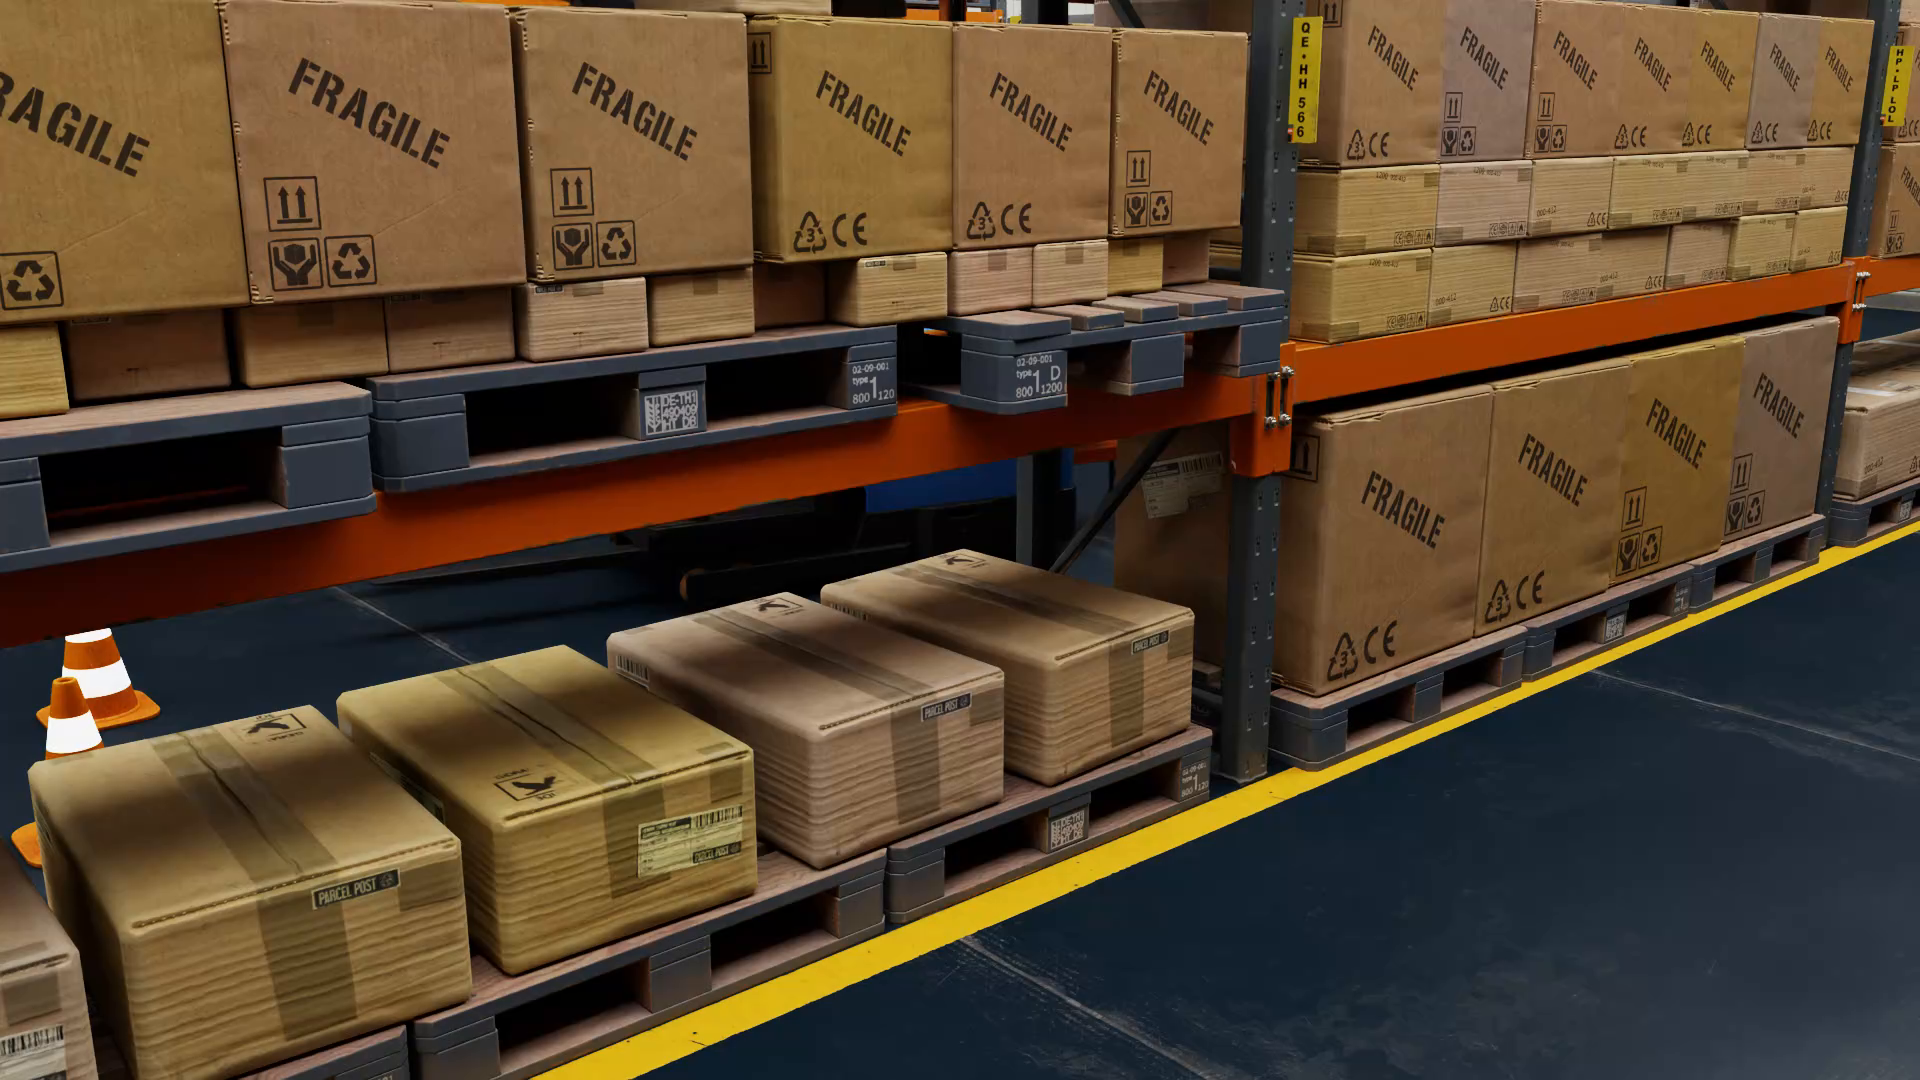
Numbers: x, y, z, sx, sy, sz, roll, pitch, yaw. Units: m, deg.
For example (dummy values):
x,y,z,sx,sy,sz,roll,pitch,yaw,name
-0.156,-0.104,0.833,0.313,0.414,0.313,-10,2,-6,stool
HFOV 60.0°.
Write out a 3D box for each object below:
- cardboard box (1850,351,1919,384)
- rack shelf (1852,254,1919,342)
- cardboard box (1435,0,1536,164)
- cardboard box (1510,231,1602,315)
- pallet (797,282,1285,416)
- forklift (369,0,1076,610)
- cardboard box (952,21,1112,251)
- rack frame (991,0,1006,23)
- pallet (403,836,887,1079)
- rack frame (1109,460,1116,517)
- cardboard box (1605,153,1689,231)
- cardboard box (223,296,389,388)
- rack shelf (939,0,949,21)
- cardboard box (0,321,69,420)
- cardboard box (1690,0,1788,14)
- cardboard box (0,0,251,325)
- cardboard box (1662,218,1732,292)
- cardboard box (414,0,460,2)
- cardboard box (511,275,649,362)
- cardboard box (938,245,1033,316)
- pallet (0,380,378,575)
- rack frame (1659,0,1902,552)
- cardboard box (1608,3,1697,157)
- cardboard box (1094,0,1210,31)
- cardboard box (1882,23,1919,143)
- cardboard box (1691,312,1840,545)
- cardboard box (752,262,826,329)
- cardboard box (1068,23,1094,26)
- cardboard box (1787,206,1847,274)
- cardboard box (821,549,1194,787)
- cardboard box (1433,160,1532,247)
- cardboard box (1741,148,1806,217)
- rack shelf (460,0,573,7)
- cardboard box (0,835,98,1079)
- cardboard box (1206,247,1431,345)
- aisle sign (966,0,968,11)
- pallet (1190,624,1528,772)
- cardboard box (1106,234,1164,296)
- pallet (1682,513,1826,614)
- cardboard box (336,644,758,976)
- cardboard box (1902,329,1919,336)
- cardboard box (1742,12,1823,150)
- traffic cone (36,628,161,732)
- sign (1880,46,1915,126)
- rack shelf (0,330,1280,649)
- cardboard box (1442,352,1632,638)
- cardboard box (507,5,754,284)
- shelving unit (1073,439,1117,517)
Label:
x,y,z,sx,sy,sz,roll,pitch,yaw,name
4.796,-0.696,8.692,0.875,0.438,0.875,-13,20,-41,cardboard box
5.086,-1.484,8.889,4.000,0.370,1.077,-13,19,-39,rack shelf
1.460,-1.469,5.305,0.500,0.500,0.500,-13,19,-39,cardboard box
1.869,-0.955,5.804,0.500,0.250,0.500,-12,19,-38,cardboard box
0.092,-0.581,4.486,1.003,0.211,1.213,-13,19,-39,pallet
-1.026,-1.291,6.903,3.031,2.935,1.130,-8,17,-26,forklift
0.016,-0.990,4.059,0.500,0.500,0.500,-13,20,-40,cardboard box
0.089,-4.100,17.287,0.127,3.000,1.000,-13,19,-39,rack frame
-0.951,0.869,4.087,1.213,0.211,1.003,-13,19,-39,pallet
0.795,-0.679,7.969,0.015,1.200,0.240,-8,17,-26,rack frame
2.270,-1.275,6.033,0.500,0.250,0.500,-12,19,-38,cardboard box
-1.255,-0.391,3.073,0.250,0.149,0.380,-12,19,-39,cardboard box
-1.258,-3.203,9.509,4.000,0.370,1.077,-13,19,-39,rack shelf
-1.640,-0.292,2.705,0.250,0.149,0.380,-12,19,-38,cardboard box
3.600,-2.452,7.729,0.250,0.149,0.380,-13,20,-40,cardboard box
-1.539,-0.641,2.755,0.500,0.500,0.500,-13,19,-39,cardboard box
2.626,-1.128,6.451,0.500,0.250,0.500,-13,20,-41,cardboard box
-1.119,-1.061,3.070,0.250,0.149,0.380,-11,19,-36,cardboard box
-0.832,-0.467,3.359,0.250,0.149,0.380,-12,19,-37,cardboard box
-0.044,-0.644,4.021,0.250,0.149,0.380,-14,20,-42,cardboard box
-1.786,-0.146,2.858,1.213,0.211,1.003,-13,19,-39,pallet
3.577,-1.493,7.528,0.127,3.000,1.000,-13,19,-39,rack frame
2.243,-1.638,5.940,0.500,0.500,0.500,-12,19,-38,cardboard box
0.778,-1.486,5.368,0.500,0.500,0.500,-13,20,-41,cardboard box
4.095,-2.058,7.511,0.500,0.500,0.500,-12,19,-39,cardboard box
3.162,-0.549,7.296,0.875,0.875,0.875,-12,19,-38,cardboard box
-0.515,-0.576,3.769,0.250,0.149,0.380,-12,19,-39,cardboard box
0.751,-3.144,11.000,0.500,0.500,0.500,-12,19,-38,cardboard box
3.404,-1.296,7.079,0.500,0.250,0.500,-13,20,-41,cardboard box
0.126,0.345,4.925,0.625,0.372,0.950,-14,21,-43,cardboard box
1.494,-1.110,5.414,0.500,0.250,0.500,-12,19,-38,cardboard box
3.032,-1.454,6.703,0.500,0.250,0.500,-12,19,-38,cardboard box
-4.437,-4.185,13.188,4.000,0.370,1.077,-13,19,-39,rack shelf
-2.064,0.839,3.074,0.625,0.372,0.950,-12,19,-39,cardboard box
1.094,-0.777,5.137,0.500,0.250,0.500,-13,20,-40,cardboard box
-0.054,-5.427,17.216,0.004,0.787,0.394,-13,19,-39,aisle sign
1.203,0.413,5.796,1.213,0.211,1.003,-13,19,-39,pallet
0.312,-0.736,4.367,0.250,0.149,0.380,-12,19,-39,cardboard box
3.044,-0.001,7.343,1.213,0.211,1.003,-13,19,-39,pallet
-1.001,0.599,3.974,0.625,0.372,0.950,-12,19,-38,cardboard box
6.162,-1.005,9.850,0.875,0.438,0.875,-14,20,-41,cardboard box
3.019,-1.811,6.586,0.500,0.500,0.500,-12,19,-38,cardboard box
-2.880,0.361,5.501,0.334,0.463,0.336,-13,19,-39,traffic cone
3.940,-1.910,6.999,0.005,0.325,0.100,-13,19,-39,sign
-0.950,-0.129,3.815,4.000,0.370,1.077,-13,19,-39,rack shelf
1.810,-0.243,6.151,0.875,0.875,0.875,-12,19,-39,cardboard box
-0.776,-0.812,3.392,0.500,0.500,0.500,-14,20,-42,cardboard box
0.578,-0.650,7.860,0.503,1.200,0.258,-8,17,-26,shelving unit
